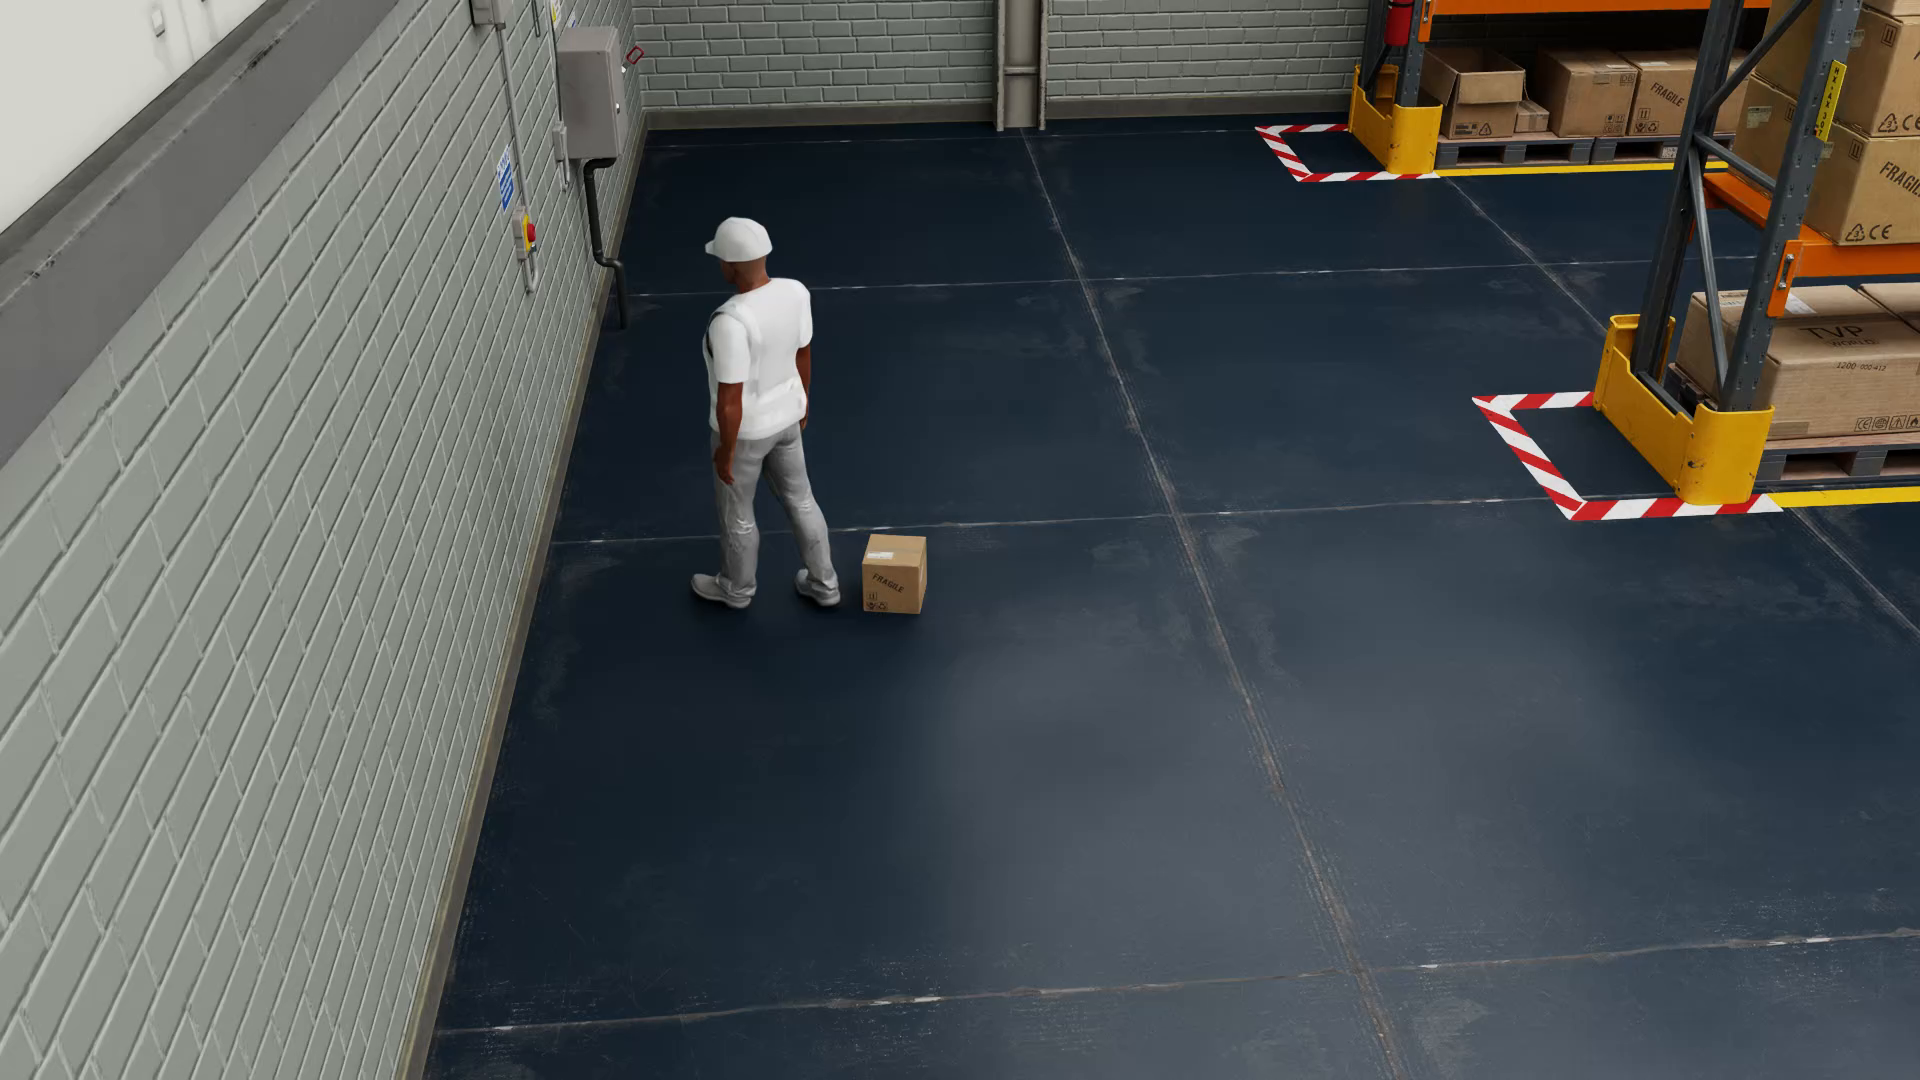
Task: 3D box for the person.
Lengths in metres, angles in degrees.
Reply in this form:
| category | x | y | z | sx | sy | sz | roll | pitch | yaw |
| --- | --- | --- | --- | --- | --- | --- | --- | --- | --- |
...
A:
| category | x | y | z | sx | sy | sz | roll | pitch | yaw |
| --- | --- | --- | --- | --- | --- | --- | --- | --- | --- |
| person | -0.846 | -0.501 | 6.932 | 0.648 | 1.766 | 0.567 | 22 | 37 | 32 |
